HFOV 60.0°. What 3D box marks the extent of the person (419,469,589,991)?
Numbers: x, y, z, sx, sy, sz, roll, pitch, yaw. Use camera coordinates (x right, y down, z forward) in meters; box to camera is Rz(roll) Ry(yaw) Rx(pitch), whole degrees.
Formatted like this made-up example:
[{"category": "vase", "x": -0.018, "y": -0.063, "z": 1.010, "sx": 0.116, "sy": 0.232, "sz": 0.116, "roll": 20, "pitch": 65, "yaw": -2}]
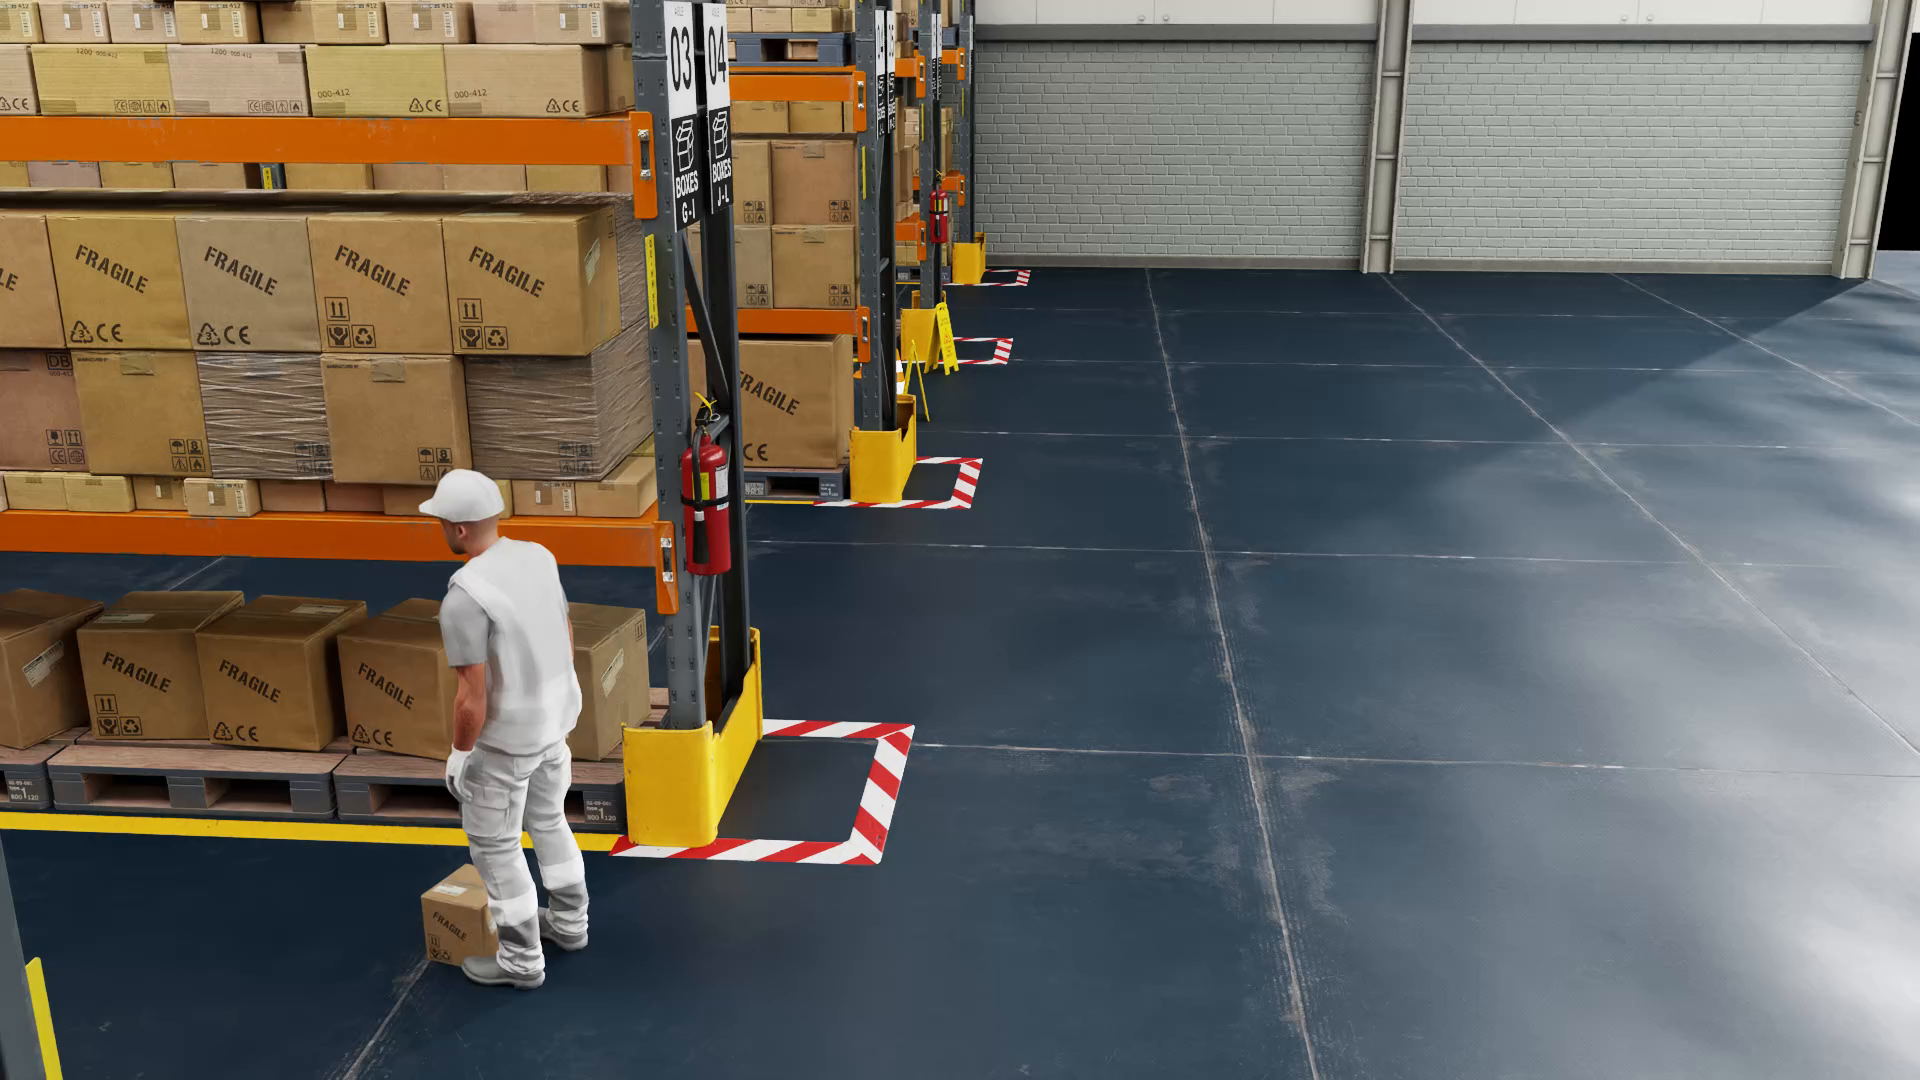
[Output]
[{"category": "person", "x": -1.499, "y": 0.627, "z": 5.517, "sx": 0.454, "sy": 1.777, "sz": 0.606, "roll": 7, "pitch": 19, "yaw": 22}]
